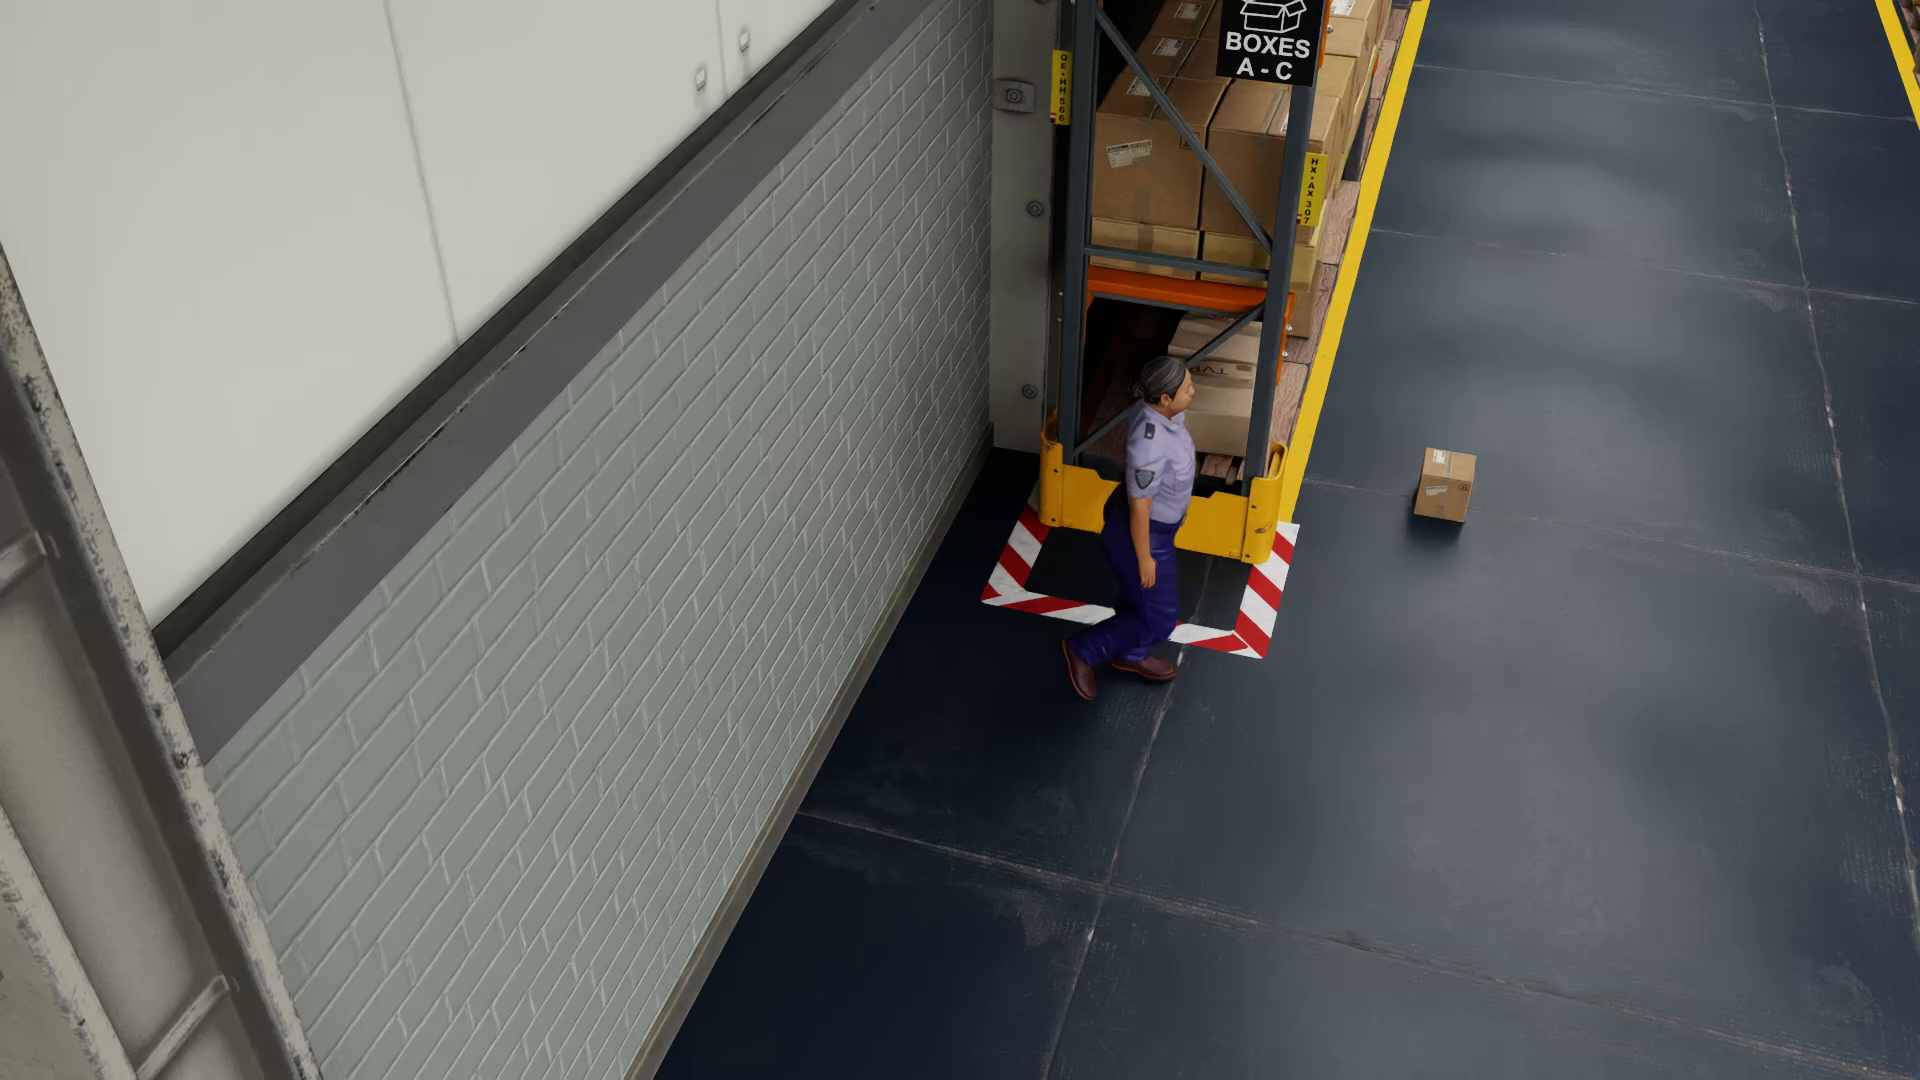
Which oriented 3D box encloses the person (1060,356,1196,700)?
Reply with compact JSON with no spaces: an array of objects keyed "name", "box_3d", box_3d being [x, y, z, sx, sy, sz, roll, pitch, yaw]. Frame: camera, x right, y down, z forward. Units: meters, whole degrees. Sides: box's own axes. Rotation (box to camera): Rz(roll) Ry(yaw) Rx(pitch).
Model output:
[{"name":"person","box_3d":[0.704,-0.047,6.924,0.514,1.644,0.503,6,38,7]}]
